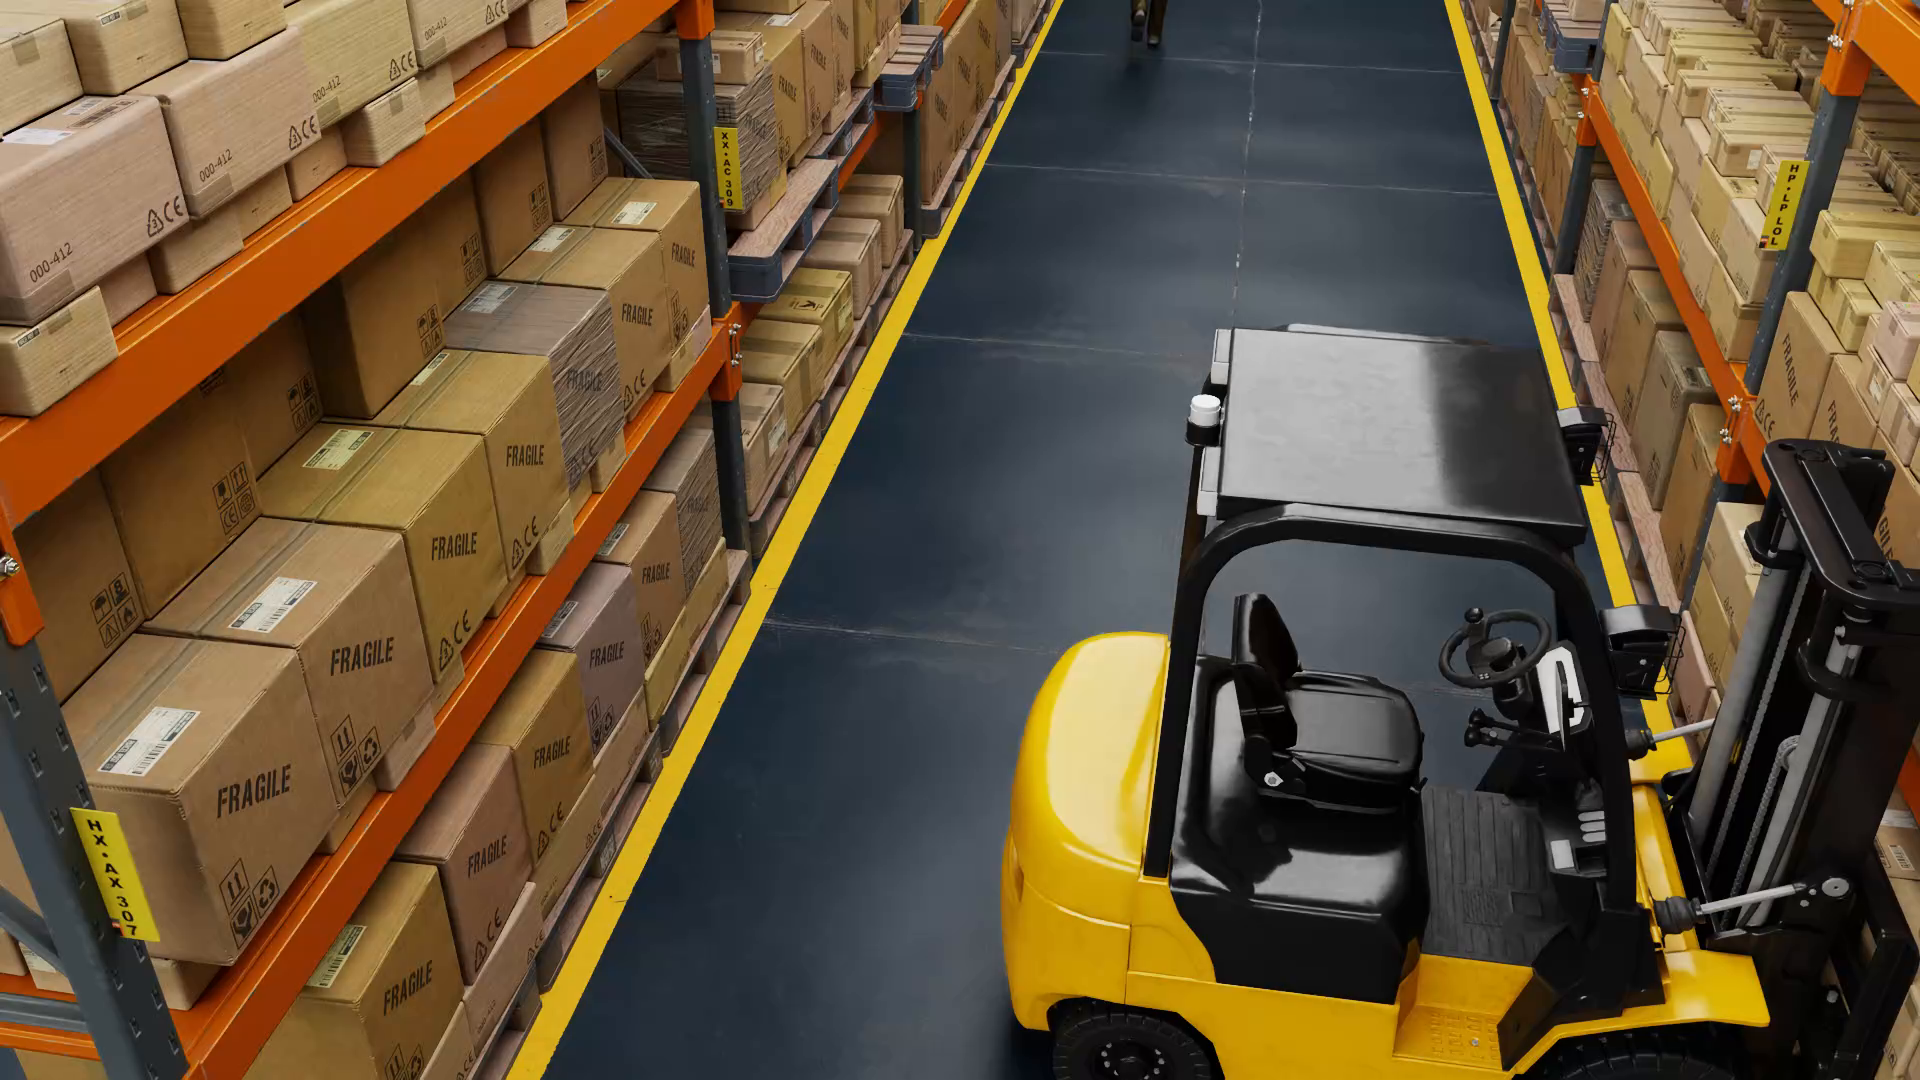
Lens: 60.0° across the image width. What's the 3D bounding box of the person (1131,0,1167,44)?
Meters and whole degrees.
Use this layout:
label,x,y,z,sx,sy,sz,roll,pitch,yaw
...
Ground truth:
label,x,y,z,sx,sy,sz,roll,pitch,yaw
person,1.722,-5.257,14.543,0.569,1.781,0.518,6,32,9
